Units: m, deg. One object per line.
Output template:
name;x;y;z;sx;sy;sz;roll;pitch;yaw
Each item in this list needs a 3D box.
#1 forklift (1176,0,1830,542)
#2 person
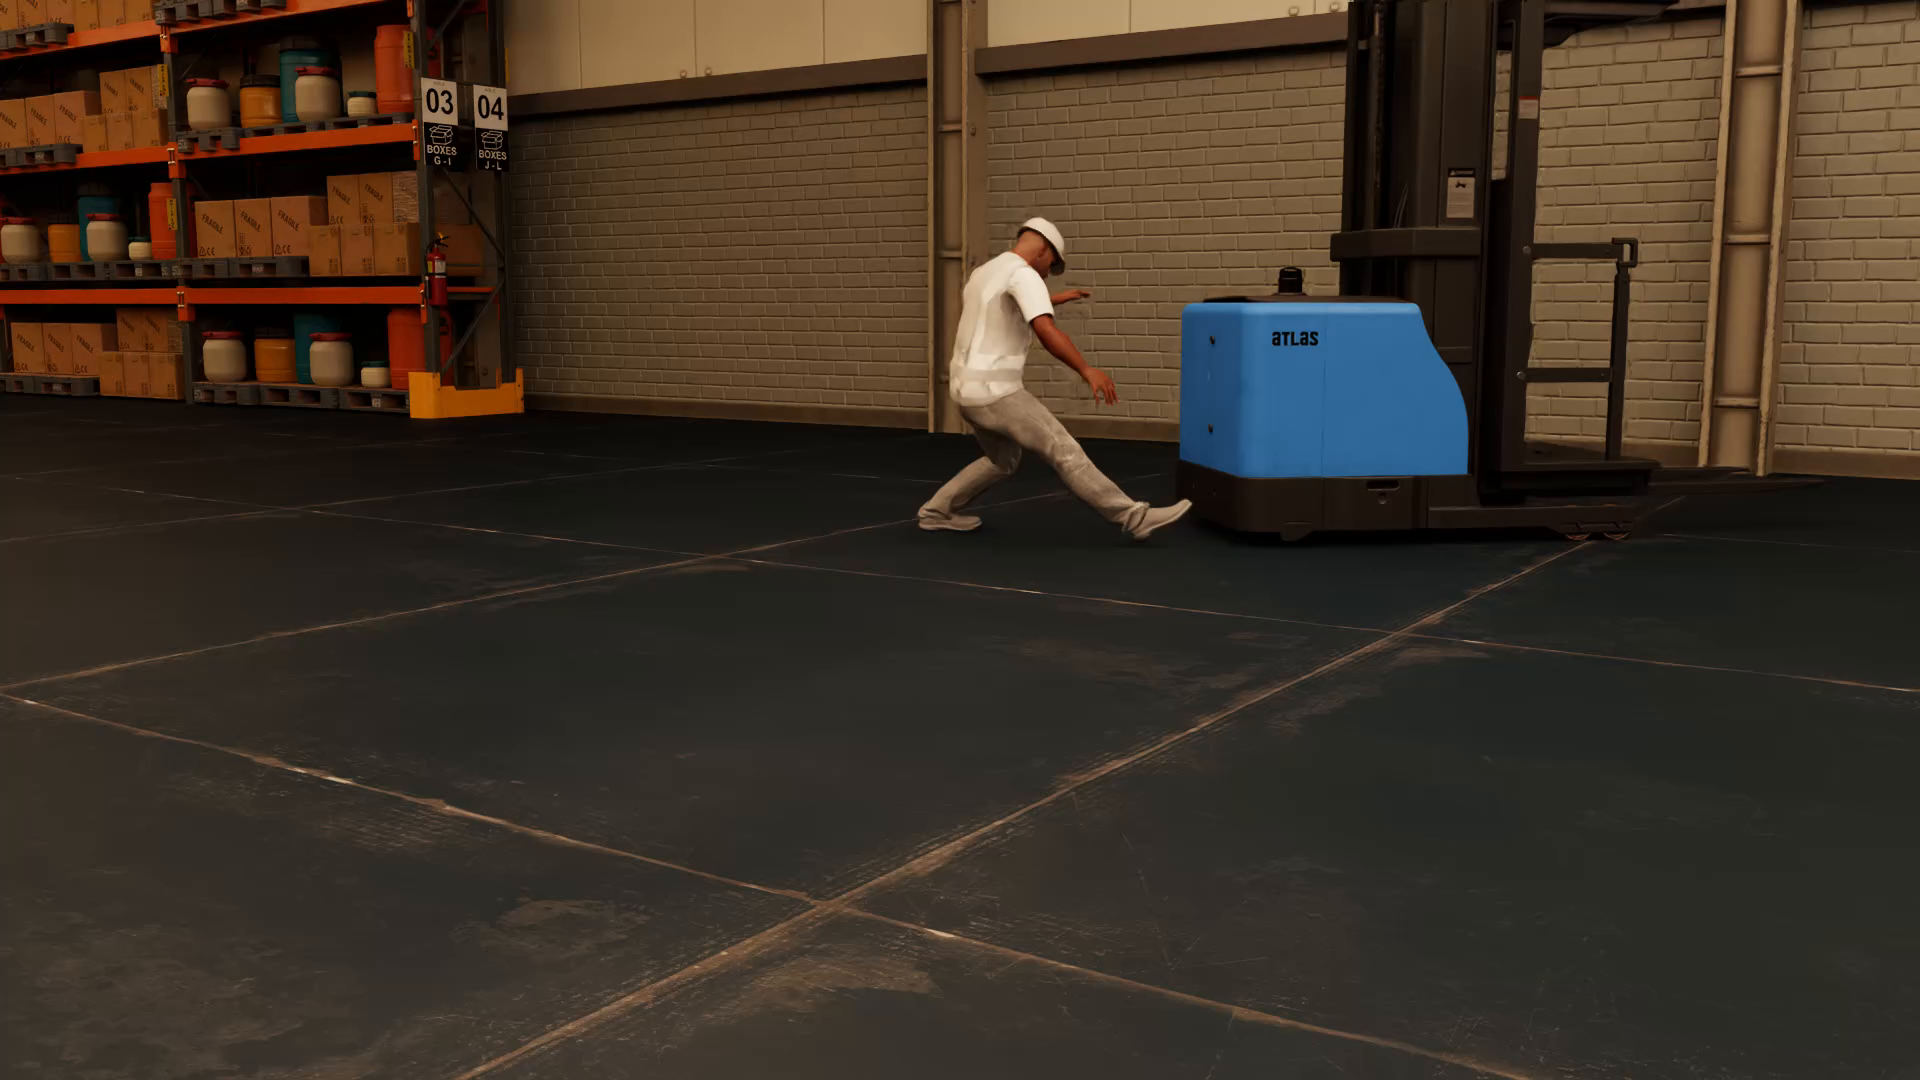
forklift;2.635;-1.520;7.879;3.031;2.935;1.130;-1;8;-10
person;0.407;-0.726;7.574;1.077;1.469;0.981;-2;8;-13
